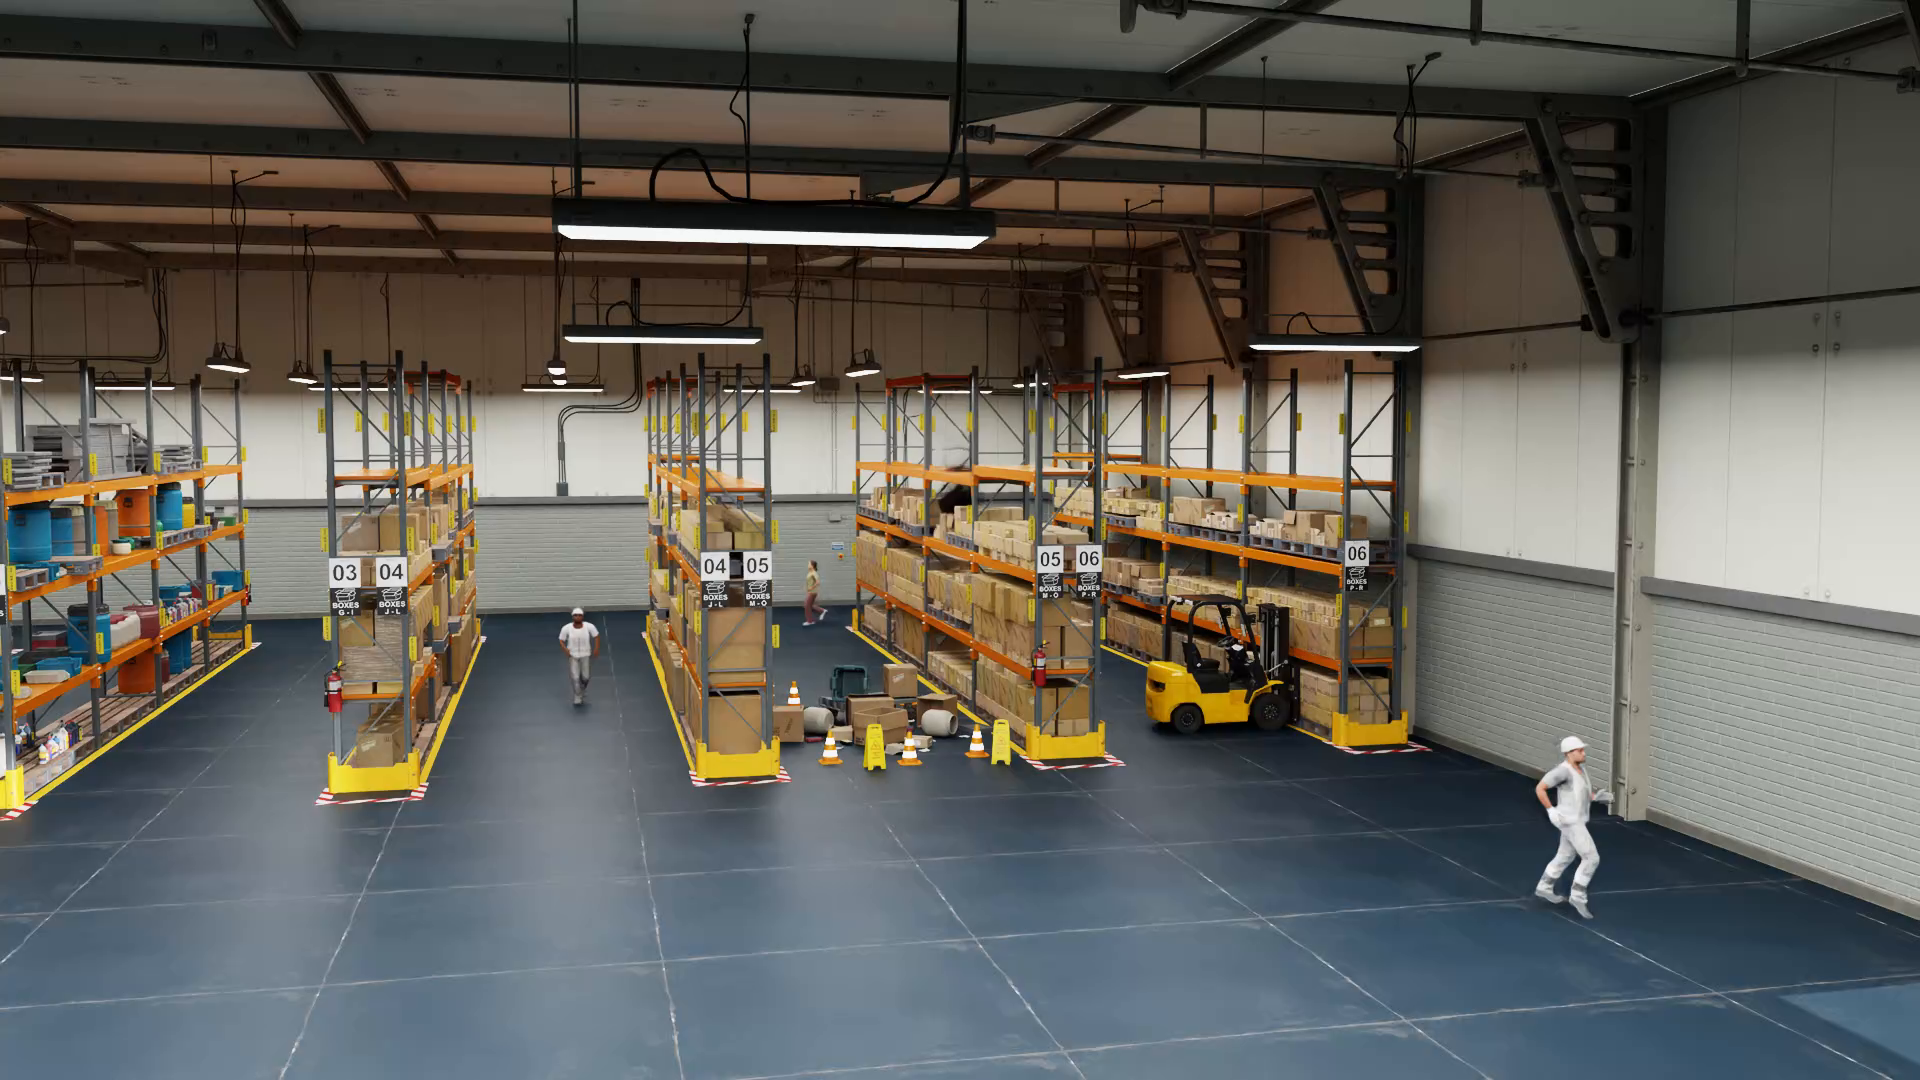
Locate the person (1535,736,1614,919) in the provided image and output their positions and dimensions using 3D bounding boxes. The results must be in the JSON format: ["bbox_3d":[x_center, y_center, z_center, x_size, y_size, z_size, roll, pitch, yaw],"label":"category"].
[{"bbox_3d":[6.271,2.928,17.007,0.767,1.841,0.645,3,5,36],"label":"person"}]

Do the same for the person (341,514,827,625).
[{"bbox_3d":[-6.099,0.880,32.795,9.362,3.702,16.271,-1,4,-13],"label":"person"}]

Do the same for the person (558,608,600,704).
[{"bbox_3d":[-6.821,2.071,29.810,0.736,1.722,0.605,-1,4,-16],"label":"person"}]
